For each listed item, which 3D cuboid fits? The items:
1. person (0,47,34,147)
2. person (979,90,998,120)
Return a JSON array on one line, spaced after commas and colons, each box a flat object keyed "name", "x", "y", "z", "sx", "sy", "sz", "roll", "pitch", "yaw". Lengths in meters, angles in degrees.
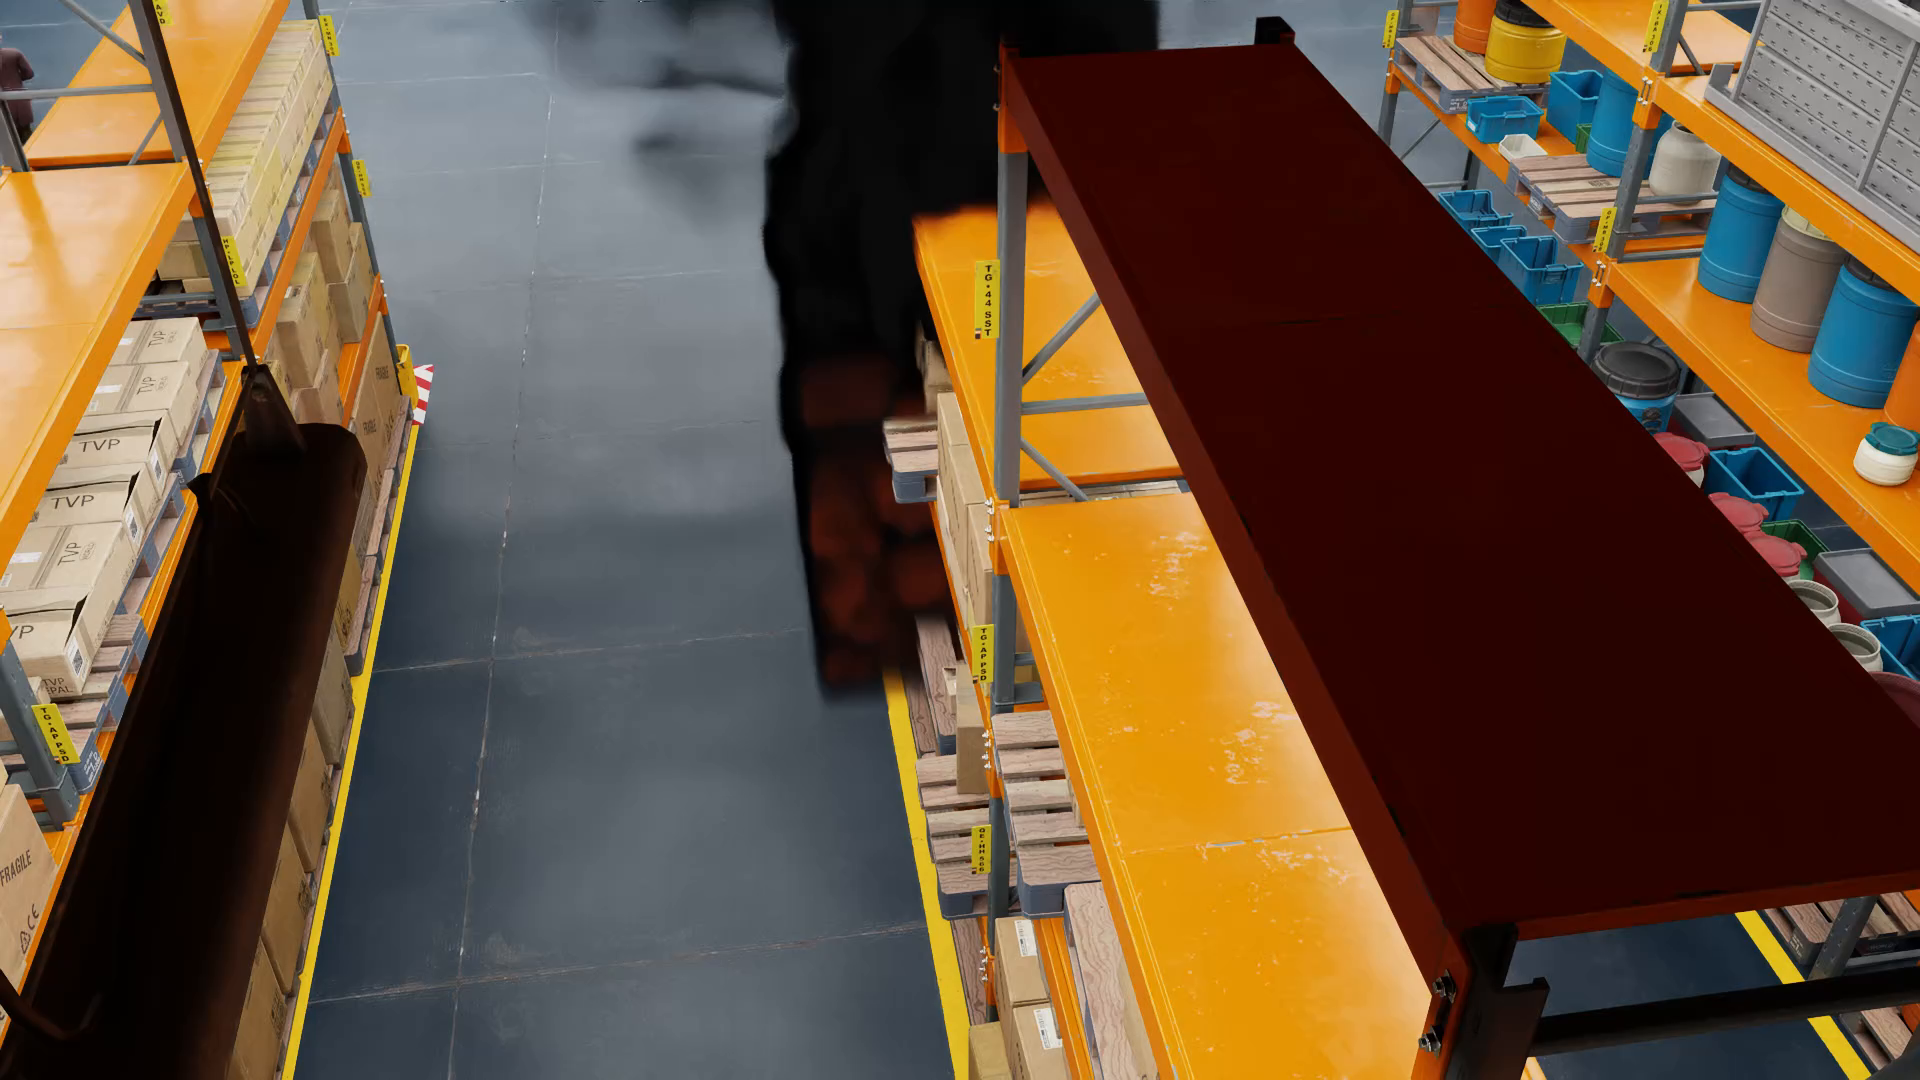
[{"name": "person", "x": -10.707, "y": -4.919, "z": 18.656, "sx": 0.639, "sy": 1.728, "sz": 0.697, "roll": 27, "pitch": 44, "yaw": 31}, {"name": "person", "x": 0.249, "y": -4.498, "z": 18.023, "sx": 1.003, "sy": 1.765, "sz": 0.685, "roll": 11, "pitch": 38, "yaw": 15}]
